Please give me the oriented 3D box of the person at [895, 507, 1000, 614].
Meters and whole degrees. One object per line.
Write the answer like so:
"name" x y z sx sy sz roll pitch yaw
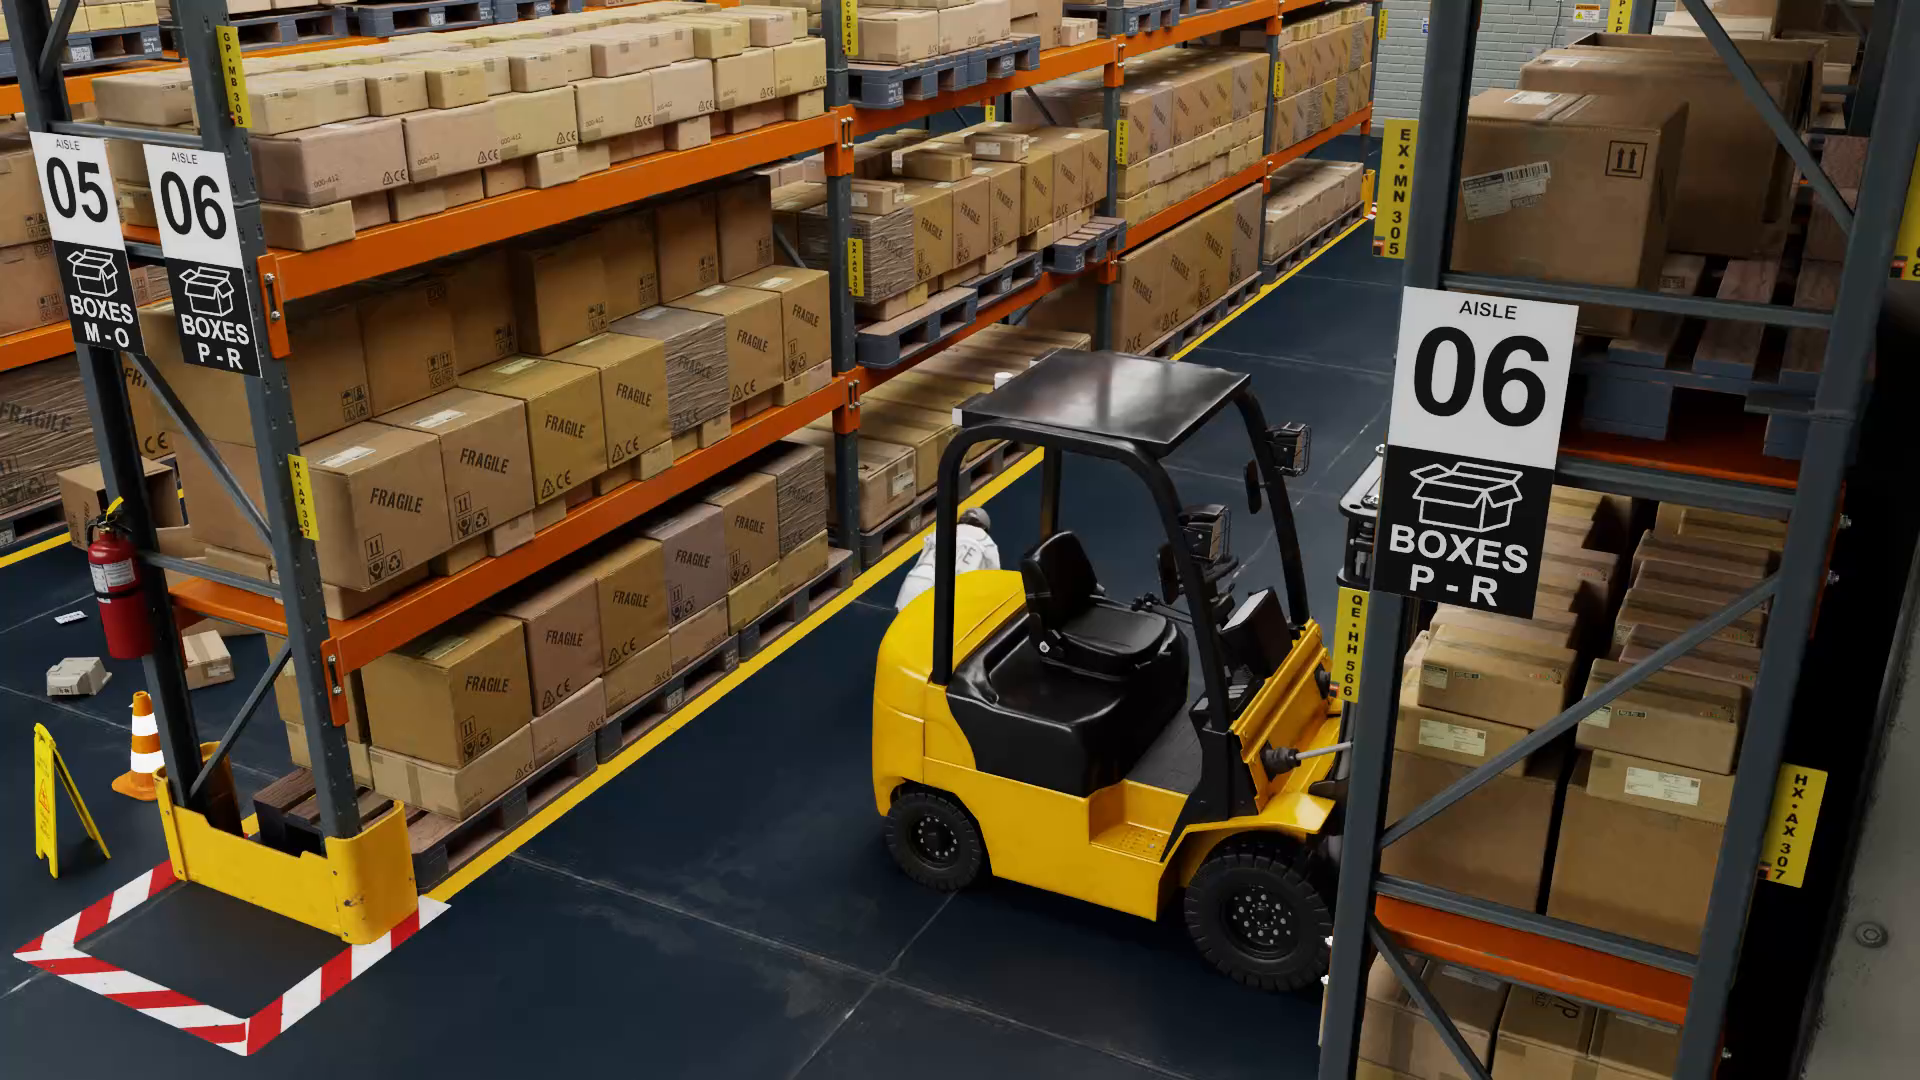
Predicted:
"person" -0.026 0.326 9.077 0.523 0.822 0.898 10 25 23
